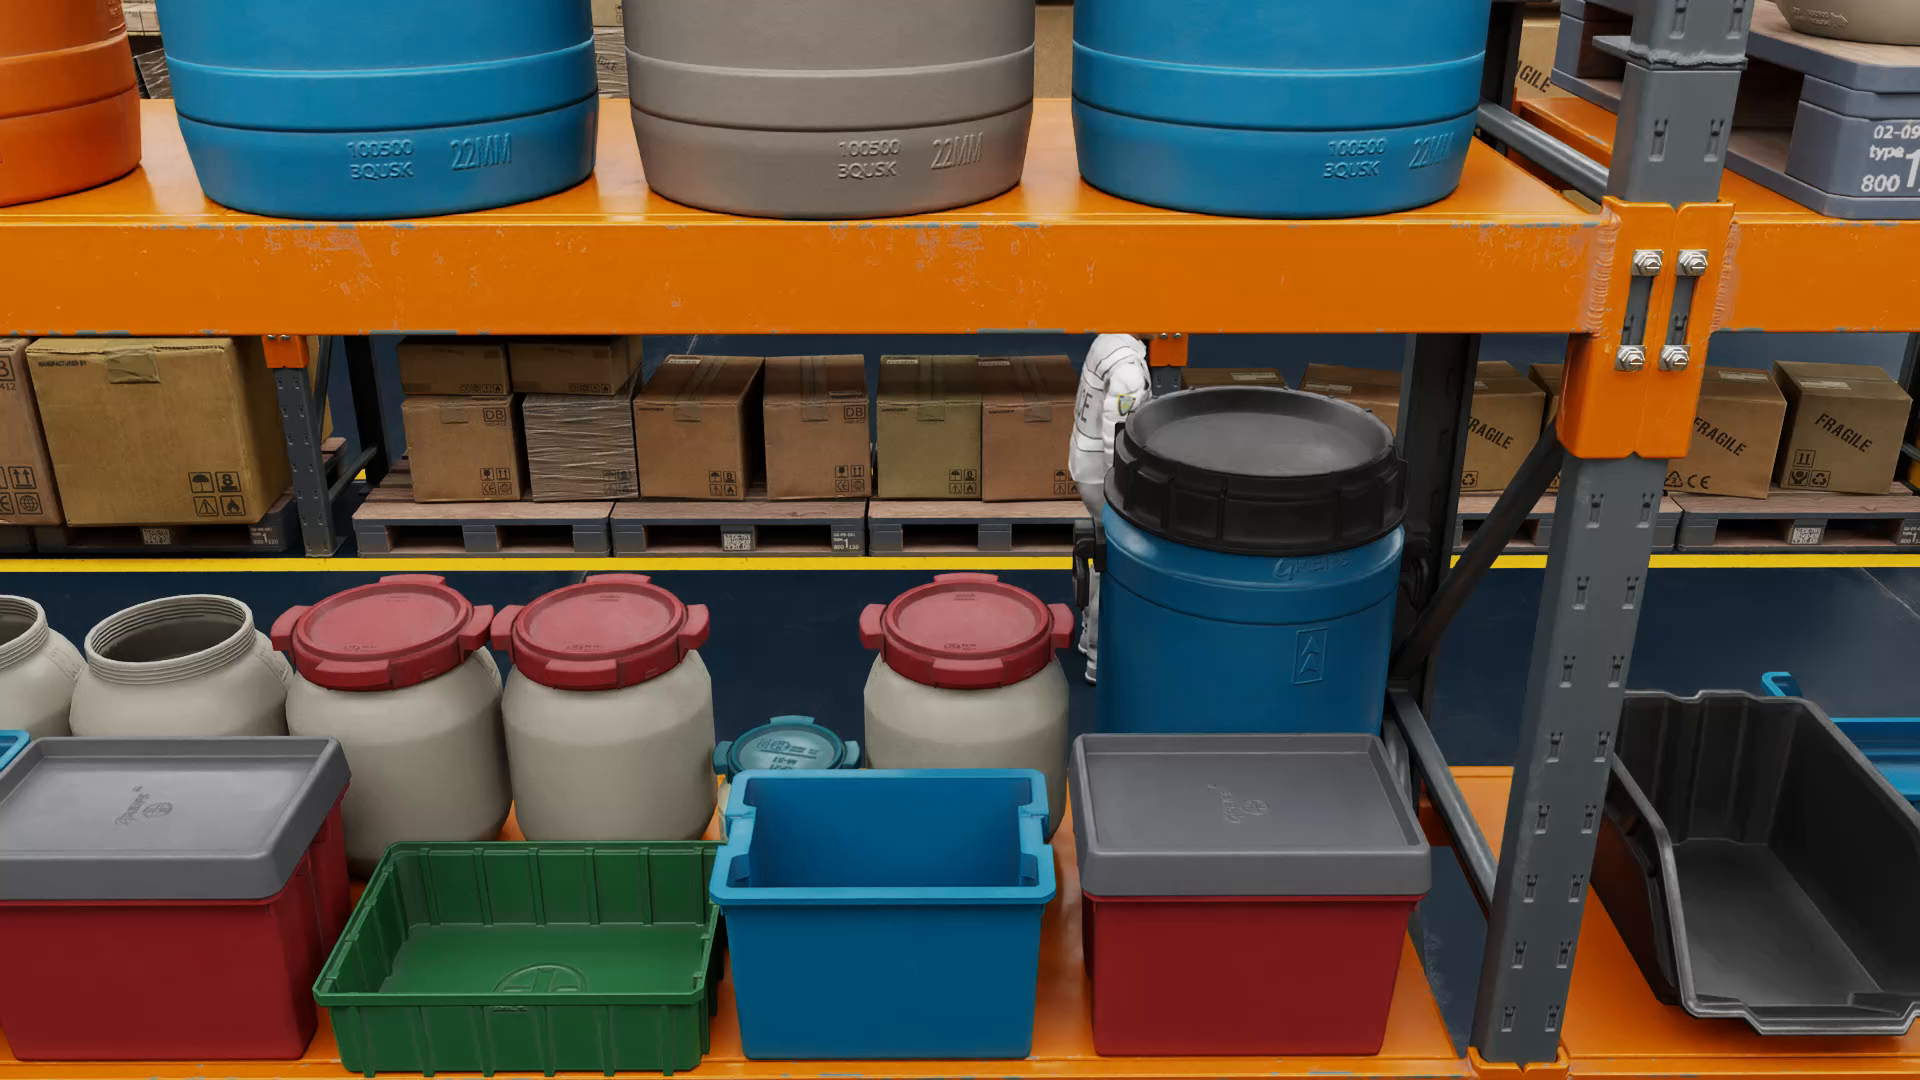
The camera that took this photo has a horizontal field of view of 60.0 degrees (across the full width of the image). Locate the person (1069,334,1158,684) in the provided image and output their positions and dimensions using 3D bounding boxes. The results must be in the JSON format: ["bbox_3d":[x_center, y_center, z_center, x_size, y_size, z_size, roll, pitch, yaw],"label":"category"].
[{"bbox_3d":[0.626,-0.244,6.639,0.379,1.663,0.533,-1,24,-1],"label":"person"}]
